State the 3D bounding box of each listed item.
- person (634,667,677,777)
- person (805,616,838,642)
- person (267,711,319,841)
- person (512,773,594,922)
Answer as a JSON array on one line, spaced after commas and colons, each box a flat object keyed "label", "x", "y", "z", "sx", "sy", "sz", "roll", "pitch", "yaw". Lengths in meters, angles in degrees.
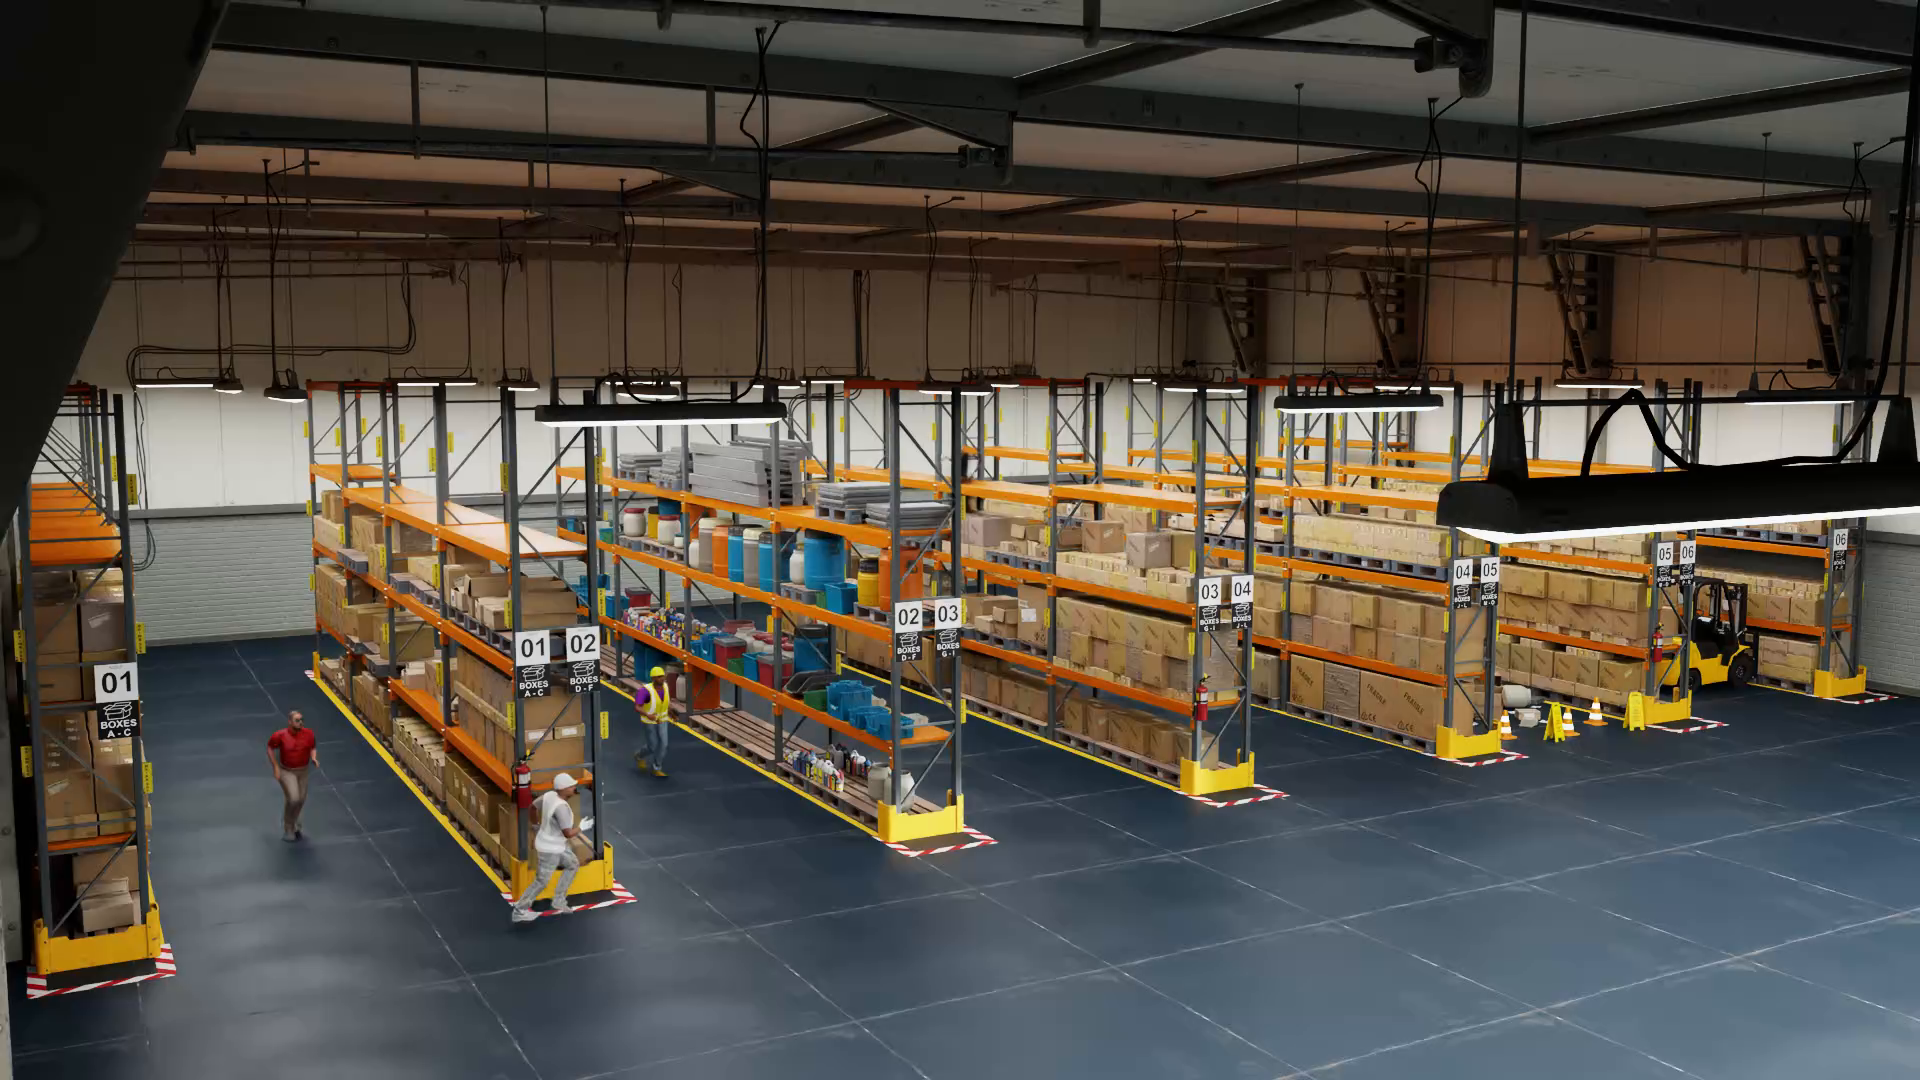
[{"label": "person", "x": -4.731, "y": 2.777, "z": 25.546, "sx": 0.697, "sy": 1.714, "sz": 0.767, "roll": -6, "pitch": 8, "yaw": -43}, {"label": "person", "x": -2.767, "y": 1.960, "z": 33.065, "sx": 0.657, "sy": 1.728, "sz": 0.637, "roll": -3, "pitch": 7, "yaw": -28}, {"label": "person", "x": -8.881, "y": 3.151, "z": 22.210, "sx": 0.836, "sy": 1.778, "sz": 0.578, "roll": 5, "pitch": 8, "yaw": 41}, {"label": "person", "x": -4.601, "y": 3.475, "z": 18.765, "sx": 0.934, "sy": 1.720, "sz": 0.688, "roll": -2, "pitch": 6, "yaw": -21}]
